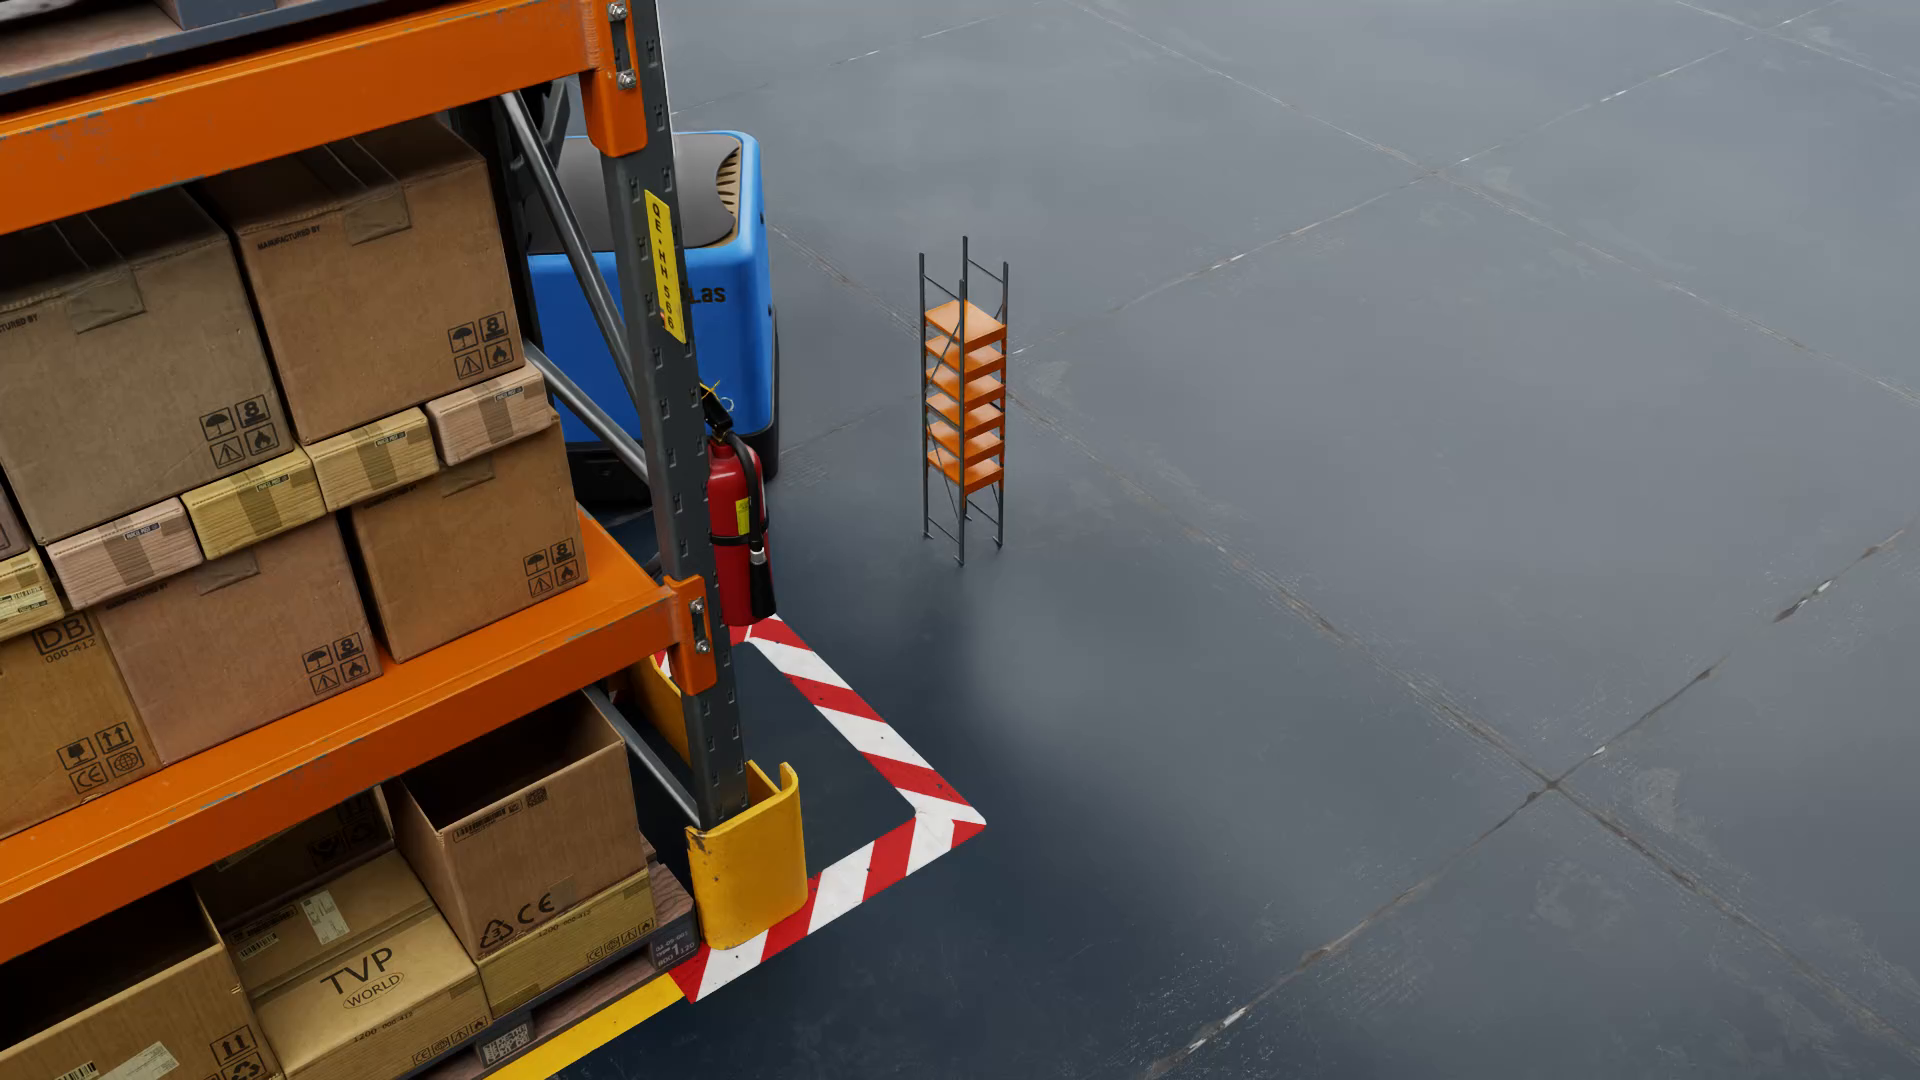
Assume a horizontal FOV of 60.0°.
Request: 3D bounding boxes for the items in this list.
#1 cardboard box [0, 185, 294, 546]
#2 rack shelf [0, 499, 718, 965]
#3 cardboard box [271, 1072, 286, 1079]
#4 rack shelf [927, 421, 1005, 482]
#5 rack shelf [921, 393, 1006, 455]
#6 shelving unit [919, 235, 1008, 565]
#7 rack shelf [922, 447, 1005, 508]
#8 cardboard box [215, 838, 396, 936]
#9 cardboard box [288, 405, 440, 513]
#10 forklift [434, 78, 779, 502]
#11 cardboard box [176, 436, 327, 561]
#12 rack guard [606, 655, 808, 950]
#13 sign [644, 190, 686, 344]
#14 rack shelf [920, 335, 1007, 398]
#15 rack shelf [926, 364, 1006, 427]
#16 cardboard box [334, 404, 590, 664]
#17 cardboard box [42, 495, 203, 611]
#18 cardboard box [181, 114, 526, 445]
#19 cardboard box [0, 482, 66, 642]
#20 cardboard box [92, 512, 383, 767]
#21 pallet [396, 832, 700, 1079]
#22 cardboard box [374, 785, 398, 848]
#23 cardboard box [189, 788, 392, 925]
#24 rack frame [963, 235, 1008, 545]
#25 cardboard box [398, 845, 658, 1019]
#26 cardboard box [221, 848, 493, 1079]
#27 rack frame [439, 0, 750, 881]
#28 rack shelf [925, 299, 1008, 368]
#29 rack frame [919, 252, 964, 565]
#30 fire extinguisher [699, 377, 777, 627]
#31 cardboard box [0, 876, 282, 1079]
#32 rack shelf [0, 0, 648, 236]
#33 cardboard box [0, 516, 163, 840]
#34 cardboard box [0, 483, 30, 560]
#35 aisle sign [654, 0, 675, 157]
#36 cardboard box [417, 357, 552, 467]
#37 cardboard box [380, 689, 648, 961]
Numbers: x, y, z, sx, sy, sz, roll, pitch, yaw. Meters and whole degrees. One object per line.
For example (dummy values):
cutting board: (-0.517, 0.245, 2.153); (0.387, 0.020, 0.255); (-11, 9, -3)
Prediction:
cardboard box: (-1.771, -0.448, 3.329); (0.500, 0.500, 0.700); (-27, 47, -29)
rack shelf: (-2.523, 0.743, 3.546); (4.000, 0.370, 1.077); (-26, 46, -28)
cardboard box: (-1.967, 1.342, 4.086); (0.500, 0.250, 0.500); (-26, 46, -28)
rack shelf: (0.011, -0.342, 5.981); (0.180, 0.103, 0.258); (-26, 46, -28)
rack shelf: (0.011, -0.435, 5.904); (0.180, 0.103, 0.258); (-26, 46, -28)
shelving unit: (0.011, -0.469, 5.876); (0.189, 1.200, 0.258); (-26, 46, -28)
rack shelf: (0.011, -0.250, 6.057); (0.180, 0.103, 0.258); (-26, 46, -28)
cardboard box: (-1.892, 0.883, 4.645); (0.500, 0.250, 0.500); (-26, 46, -28)
cardboard box: (-1.331, -0.252, 3.602); (0.250, 0.149, 0.380); (-25, 45, -27)
forklift: (-2.251, -1.540, 5.817); (3.031, 2.935, 1.130); (-3, 39, -4)
cardboard box: (-1.533, -0.153, 3.481); (0.250, 0.149, 0.380); (-27, 46, -29)
rack guard: (-0.918, 0.649, 5.065); (0.348, 0.500, 1.175); (-26, 46, -28)
sign: (-0.618, -0.569, 3.479); (0.005, 0.325, 0.100); (-26, 46, -28)
rack shelf: (0.011, -0.621, 5.752); (0.180, 0.103, 0.258); (-26, 46, -28)
rack shelf: (0.011, -0.528, 5.828); (0.180, 0.103, 0.258); (-26, 46, -28)
cardboard box: (-1.315, -0.173, 4.017); (0.500, 0.500, 0.700); (-26, 46, -28)
cardboard box: (-1.734, -0.057, 3.364); (0.250, 0.149, 0.380); (-25, 46, -28)
cardboard box: (-1.357, -0.654, 3.580); (0.500, 0.500, 0.700); (-26, 46, -28)
cardboard box: (-1.942, 0.045, 3.240); (0.250, 0.149, 0.380); (-25, 45, -27)
cardboard box: (-1.729, 0.033, 3.766); (0.500, 0.500, 0.700); (-25, 45, -27)
pallet: (-1.518, 1.087, 4.759); (1.213, 0.211, 1.003); (-26, 46, -28)
cardboard box: (-1.498, 0.688, 4.883); (0.500, 0.250, 0.500); (-26, 46, -28)
cardboard box: (-1.893, 0.592, 4.408); (0.500, 0.500, 0.500); (-26, 46, -28)
rack frame: (0.084, -0.505, 5.919); (0.006, 1.200, 0.240); (-26, 46, -28)
cardboard box: (-1.182, 0.949, 4.565); (0.500, 0.250, 0.500); (-26, 46, -28)
cardboard box: (-1.571, 1.148, 4.323); (0.500, 0.250, 0.500); (-26, 46, -28)
rack frame: (-0.937, -0.308, 4.260); (0.127, 3.000, 1.000); (-26, 46, -28)
rack shelf: (0.011, -0.713, 5.676); (0.180, 0.103, 0.258); (-26, 46, -28)
rack frame: (-0.061, -0.434, 5.833); (0.006, 1.200, 0.240); (-26, 46, -28)
fire extinguisher: (-0.560, -0.090, 4.056); (0.183, 0.674, 0.296); (-26, 46, -28)
cardboard box: (-1.965, 1.054, 3.846); (0.500, 0.500, 0.500); (-26, 46, -28)
rack shelf: (-2.523, -0.417, 2.595); (4.000, 0.370, 1.077); (-26, 46, -28)
cardboard box: (-2.126, 0.222, 3.536); (0.500, 0.500, 0.700); (-26, 46, -28)
cardboard box: (-2.170, -0.253, 3.091); (0.500, 0.500, 0.700); (-26, 46, -28)
aisle sign: (-0.706, -1.191, 3.287); (0.004, 0.787, 0.394); (-26, 46, -28)
cardboard box: (-1.124, -0.354, 3.726); (0.250, 0.149, 0.380); (-27, 46, -29)
cardboard box: (-1.181, 0.660, 4.326); (0.500, 0.500, 0.500); (-26, 46, -28)
